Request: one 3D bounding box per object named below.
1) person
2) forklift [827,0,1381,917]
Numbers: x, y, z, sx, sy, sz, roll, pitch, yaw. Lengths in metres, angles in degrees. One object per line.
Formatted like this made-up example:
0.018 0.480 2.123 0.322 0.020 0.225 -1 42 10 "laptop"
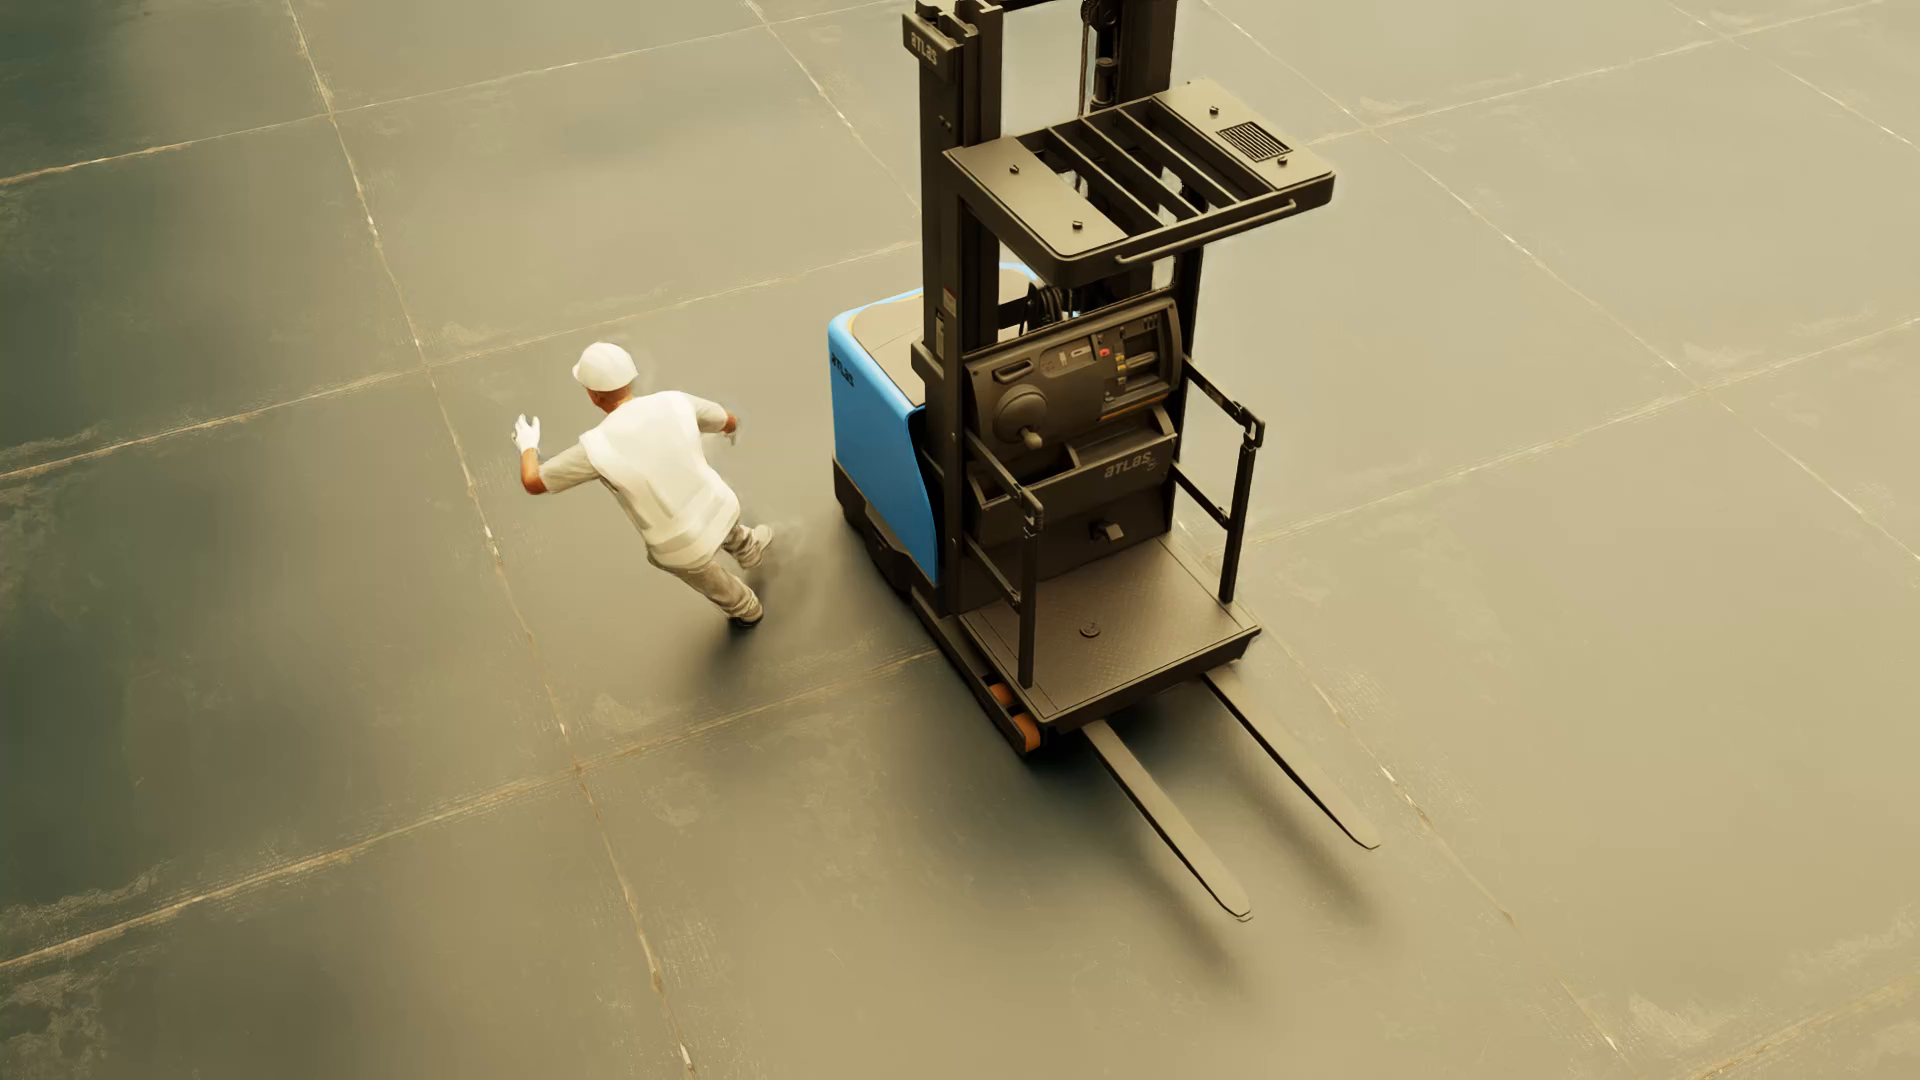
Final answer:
-1.276 -0.243 6.981 0.946 1.530 1.085 26 49 25 "person"
0.561 -0.552 6.271 1.130 2.935 3.031 -21 47 -21 "forklift"
